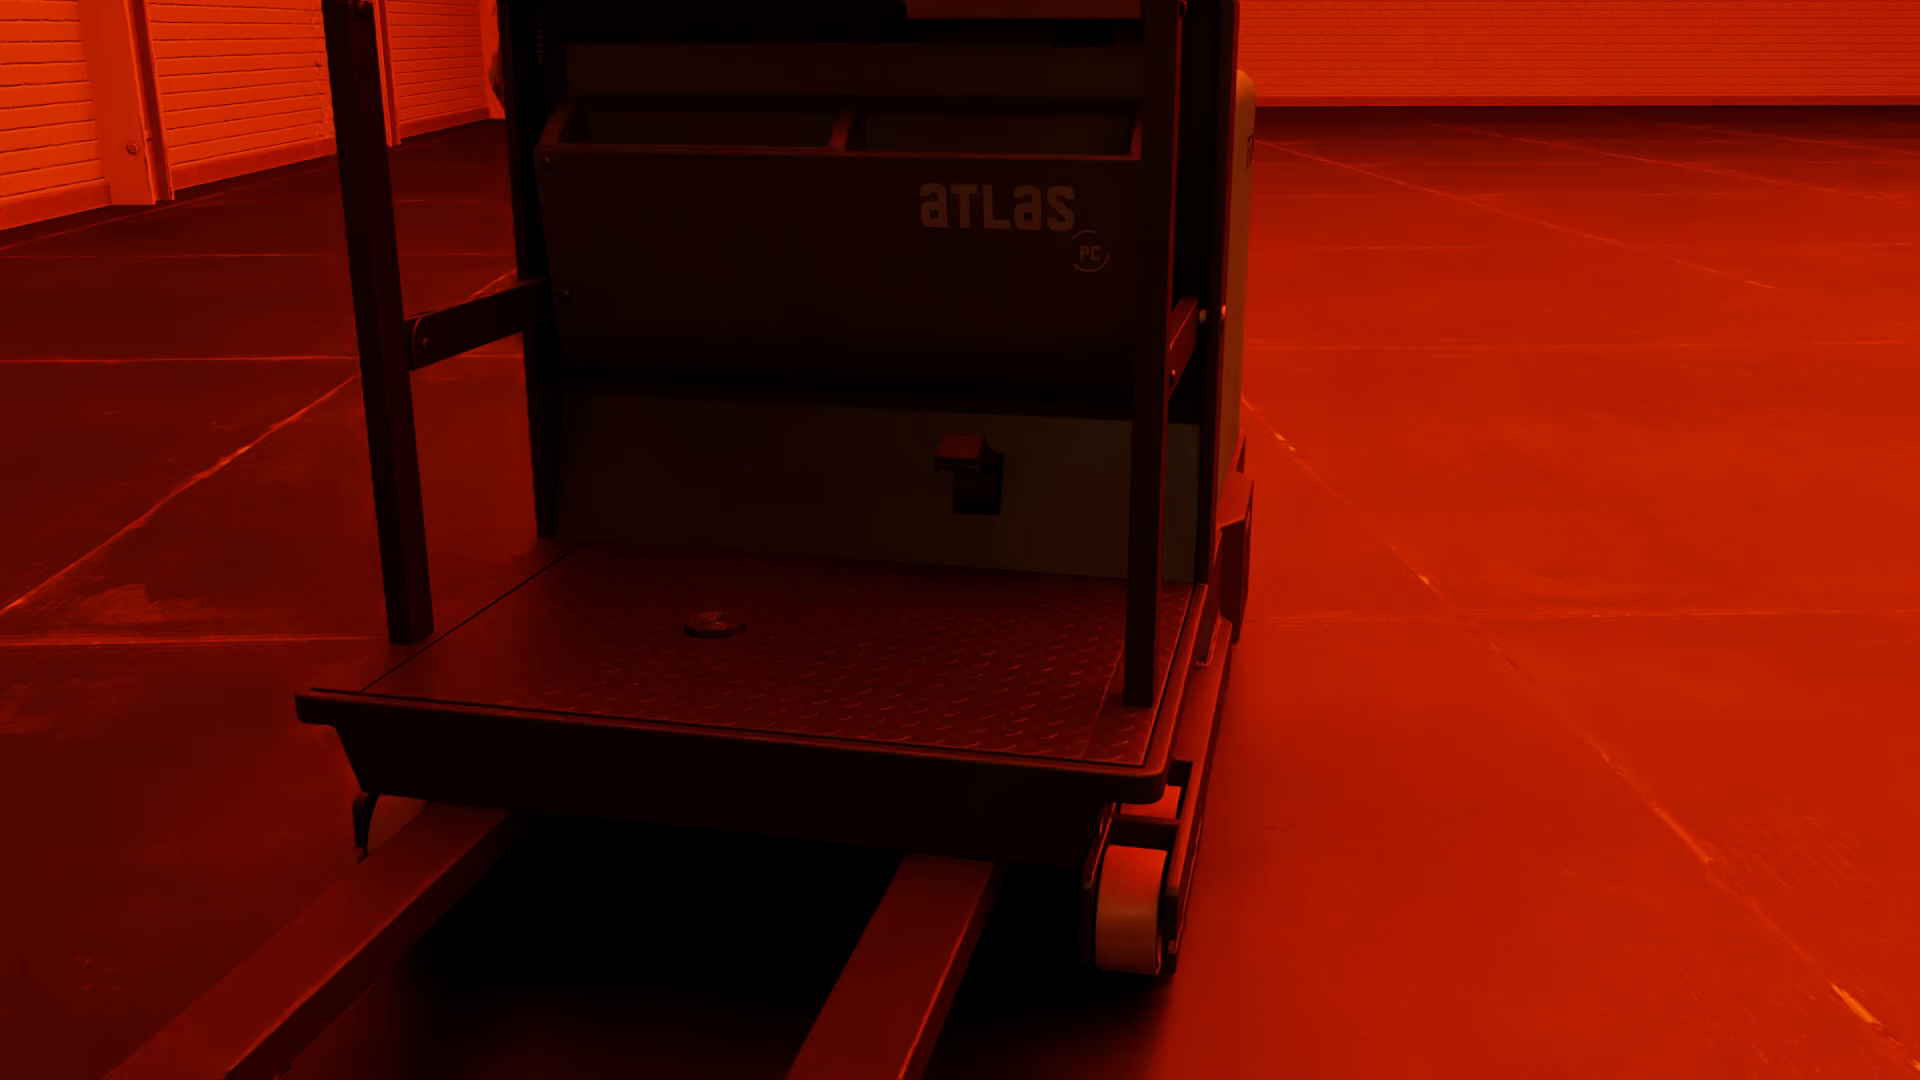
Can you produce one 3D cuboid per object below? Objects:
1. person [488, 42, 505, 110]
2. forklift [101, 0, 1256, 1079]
[{"bbox_3d":[-0.685,-0.882,4.073,0.829,1.588,0.701,3,17,10],"label":"person"},{"bbox_3d":[-0.203,-0.968,2.073,1.130,2.935,3.031,4,17,12],"label":"forklift"}]
